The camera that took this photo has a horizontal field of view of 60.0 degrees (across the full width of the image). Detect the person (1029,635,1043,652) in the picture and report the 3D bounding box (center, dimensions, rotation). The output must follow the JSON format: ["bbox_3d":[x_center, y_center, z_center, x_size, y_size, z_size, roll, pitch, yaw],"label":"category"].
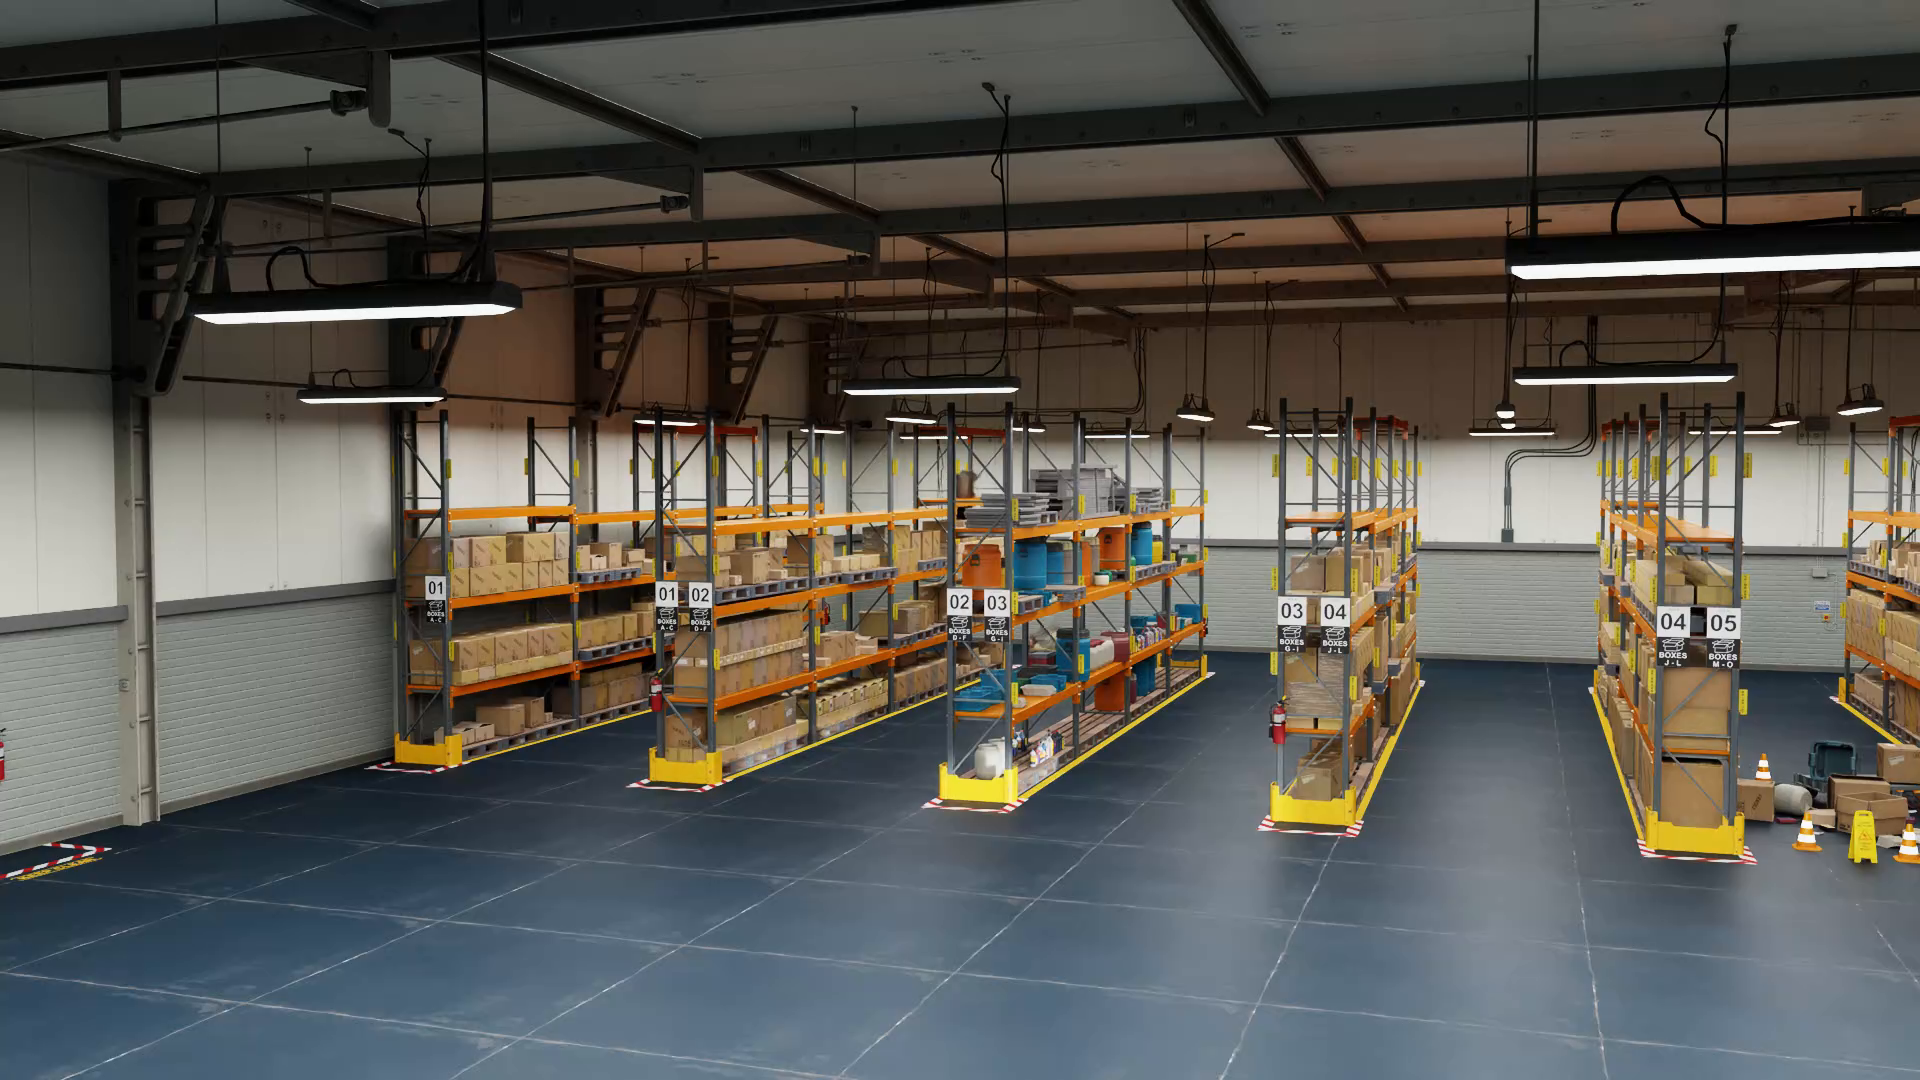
[{"bbox_3d":[1.724,2.747,36.053,0.572,1.455,1.099,2,3,35],"label":"person"}]
